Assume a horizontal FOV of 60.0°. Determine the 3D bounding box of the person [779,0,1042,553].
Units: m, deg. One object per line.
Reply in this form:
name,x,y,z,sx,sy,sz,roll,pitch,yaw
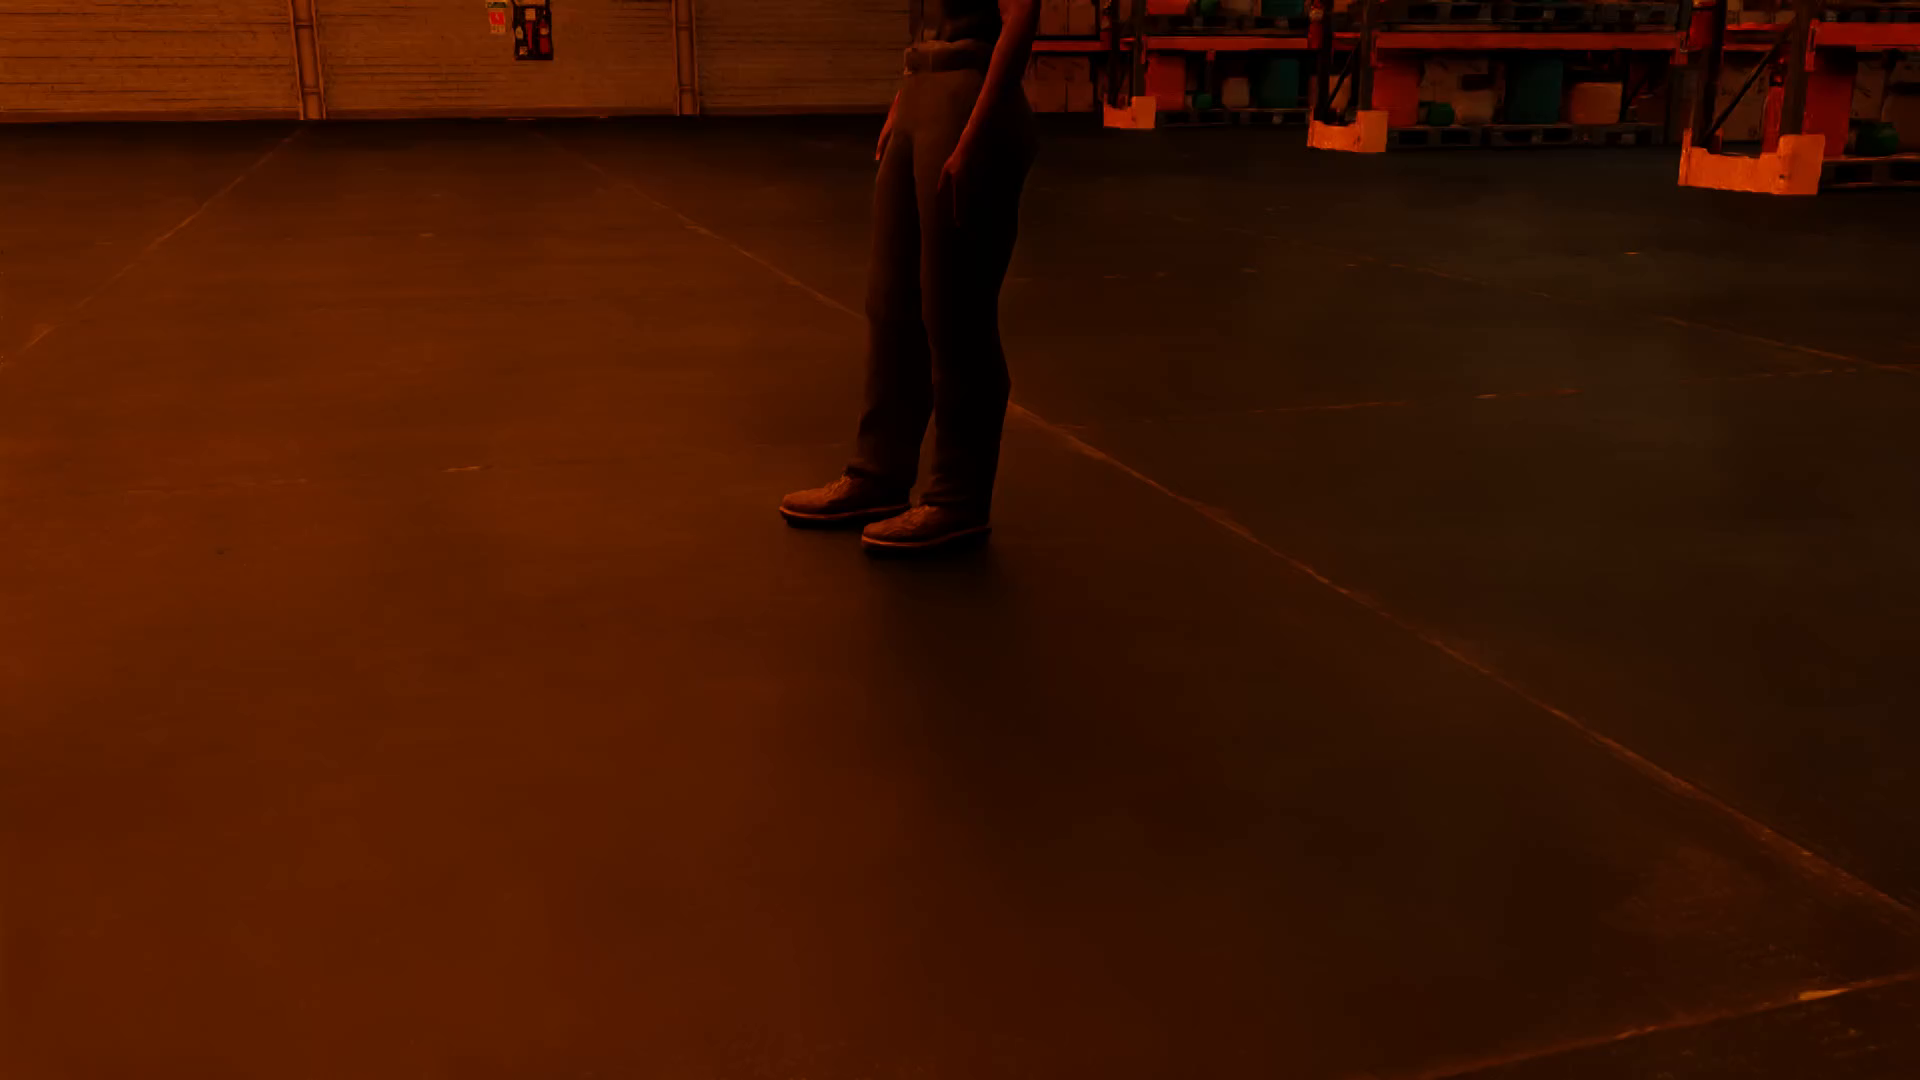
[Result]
person,-0.090,-0.798,3.324,0.503,1.654,0.570,-5,17,-17
